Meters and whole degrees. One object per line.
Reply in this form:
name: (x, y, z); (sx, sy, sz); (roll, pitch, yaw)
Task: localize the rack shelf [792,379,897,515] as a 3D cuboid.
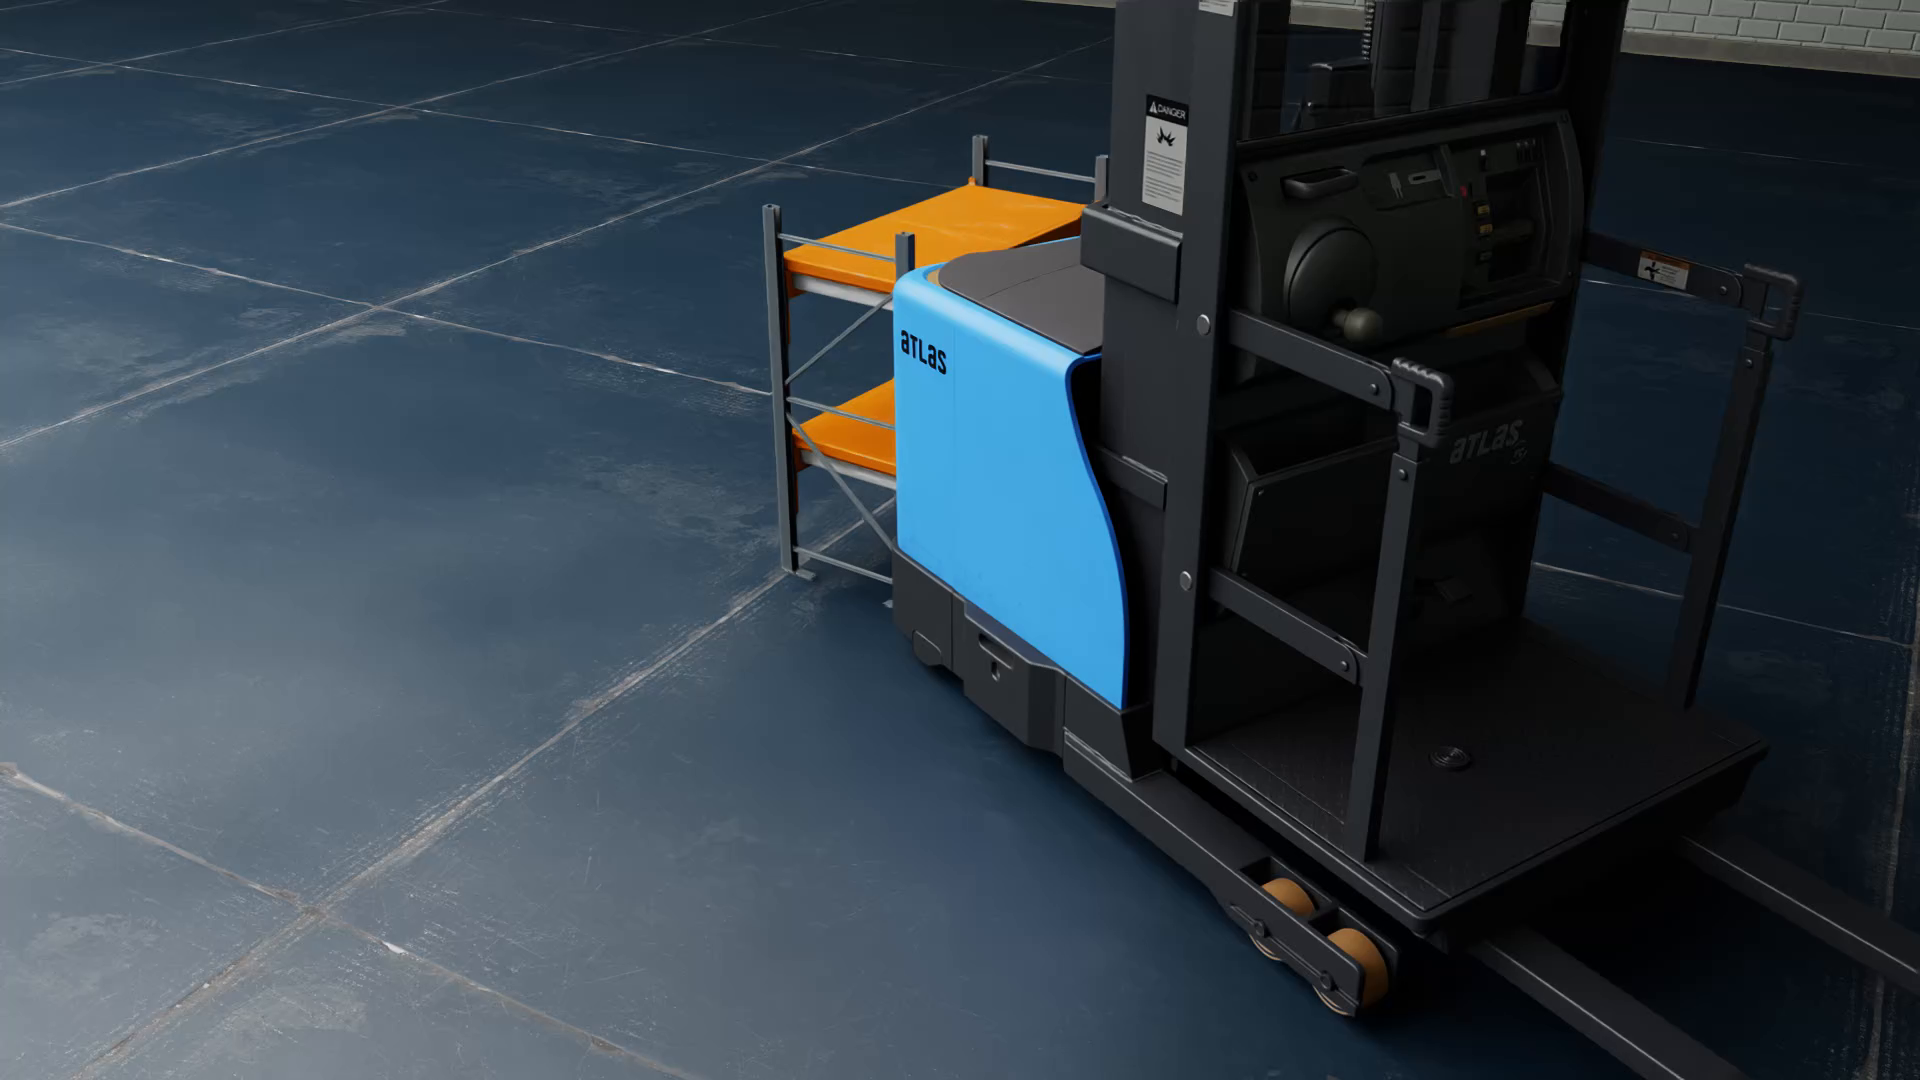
rack shelf: (-0.038, -0.322, 5.183); (0.538, 0.278, 1.000); (17, 31, 31)

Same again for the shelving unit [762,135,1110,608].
shelving unit: (-0.038, -0.541, 5.073); (0.538, 1.125, 1.048); (17, 31, 31)

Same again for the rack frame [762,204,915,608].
rack frame: (-0.330, -0.354, 4.701); (0.500, 1.125, 0.032); (17, 31, 31)

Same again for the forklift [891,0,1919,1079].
forklift: (1.042, -0.601, 3.176); (1.130, 2.935, 3.031); (-16, 31, -29)

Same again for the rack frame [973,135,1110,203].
rack frame: (0.254, -0.727, 5.445); (0.500, 1.125, 0.032); (17, 31, 31)

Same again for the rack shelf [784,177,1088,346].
rack shelf: (-0.038, -0.802, 4.942); (0.538, 0.278, 1.000); (17, 31, 31)
